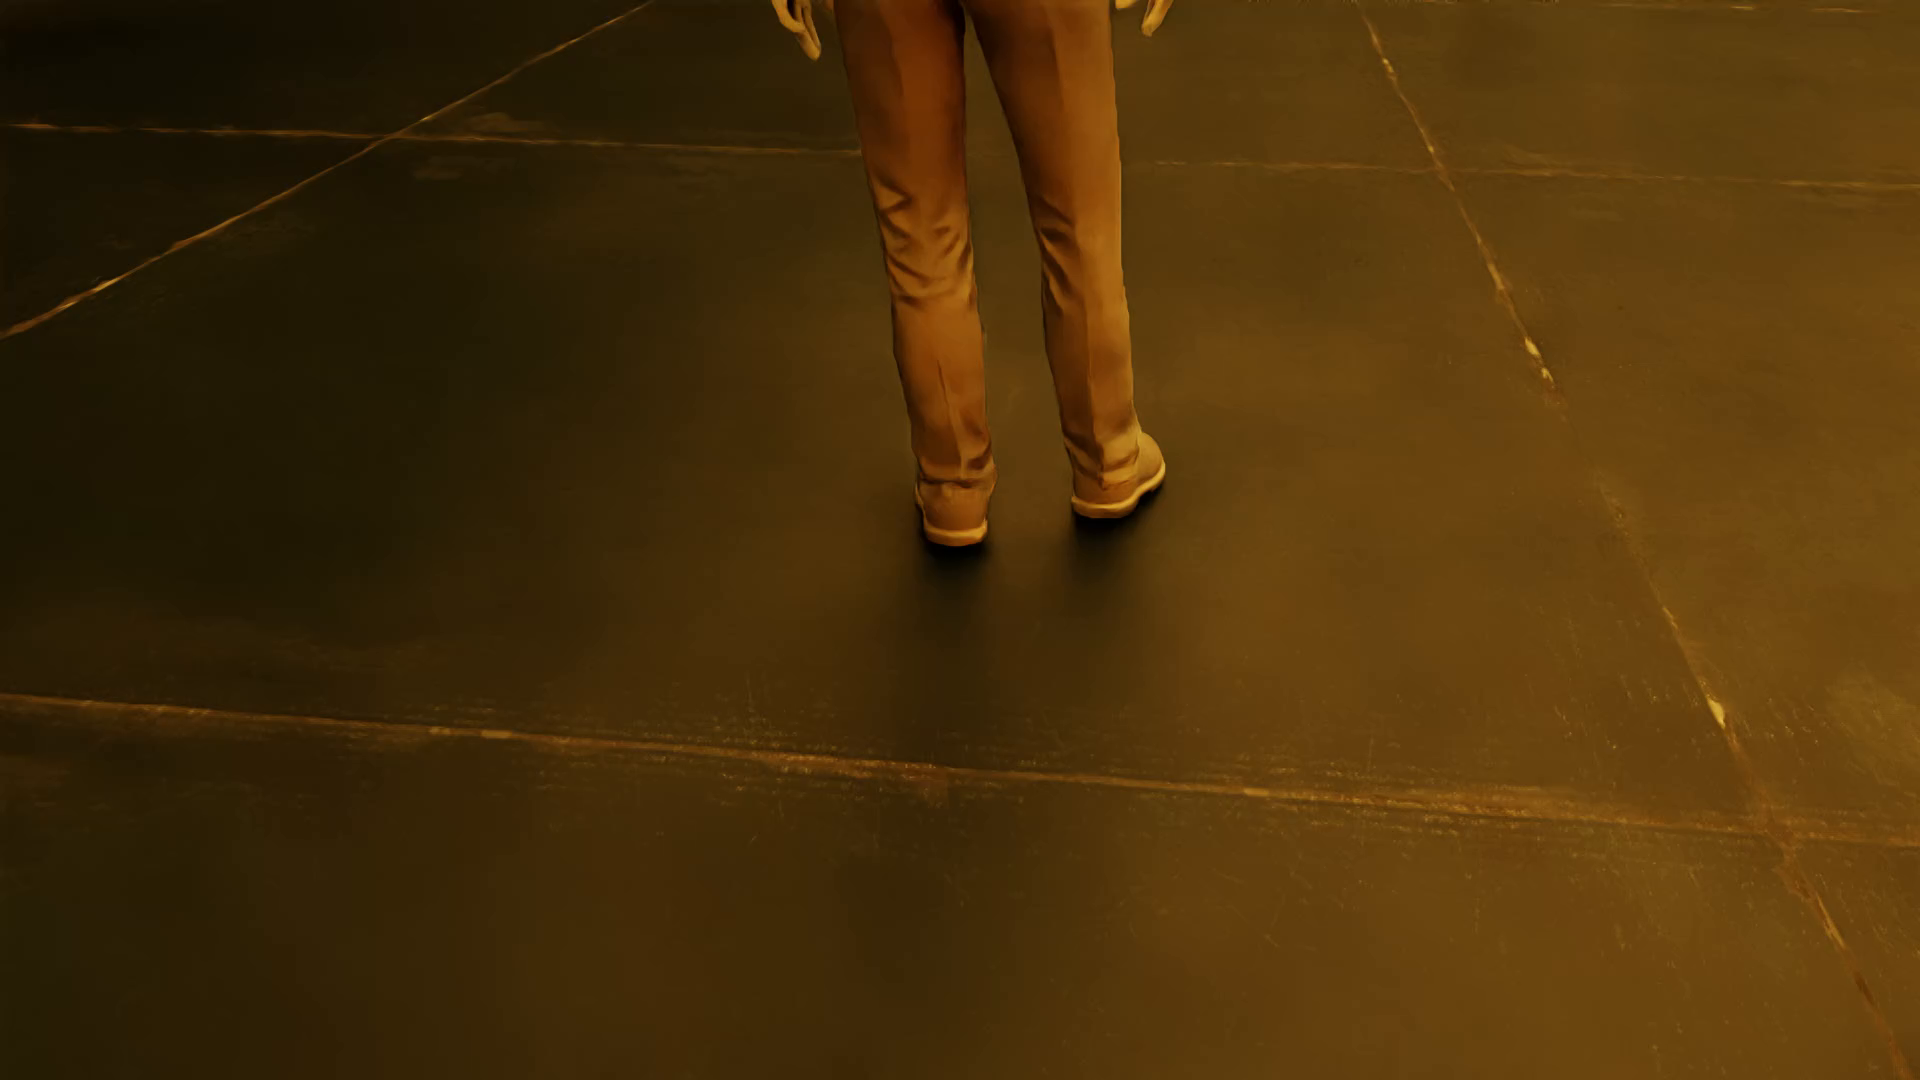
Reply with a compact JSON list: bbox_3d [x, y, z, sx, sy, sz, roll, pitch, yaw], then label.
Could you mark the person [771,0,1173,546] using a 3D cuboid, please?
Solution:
[{"bbox_3d":[0.016,-0.795,2.177,0.586,1.695,0.532,3,27,7],"label":"person"}]
